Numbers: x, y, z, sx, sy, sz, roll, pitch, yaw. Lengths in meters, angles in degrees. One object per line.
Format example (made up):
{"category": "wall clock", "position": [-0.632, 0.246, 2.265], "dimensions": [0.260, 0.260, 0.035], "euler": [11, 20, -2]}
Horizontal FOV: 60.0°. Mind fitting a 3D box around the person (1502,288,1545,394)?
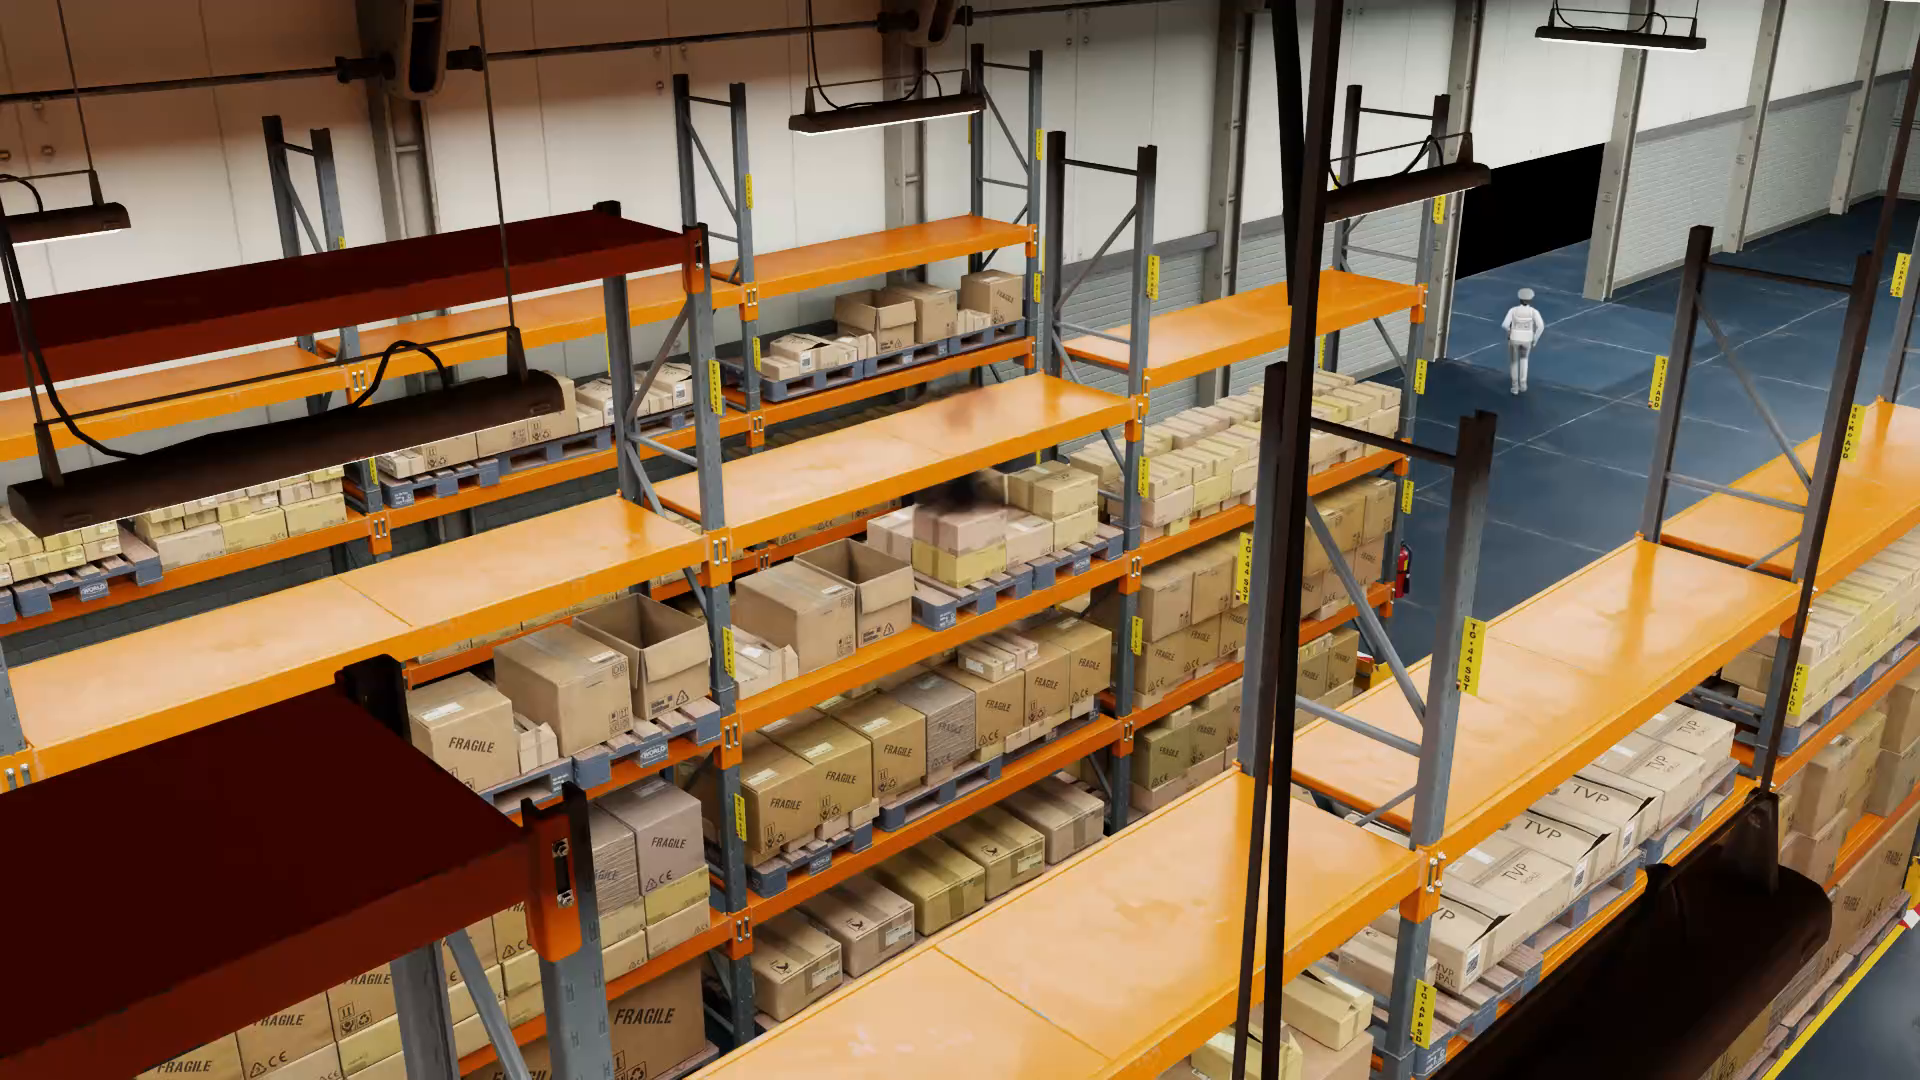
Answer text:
{"category": "person", "position": [8.868, -3.160, 26.333], "dimensions": [0.623, 1.650, 0.567], "euler": [4, 23, 11]}
